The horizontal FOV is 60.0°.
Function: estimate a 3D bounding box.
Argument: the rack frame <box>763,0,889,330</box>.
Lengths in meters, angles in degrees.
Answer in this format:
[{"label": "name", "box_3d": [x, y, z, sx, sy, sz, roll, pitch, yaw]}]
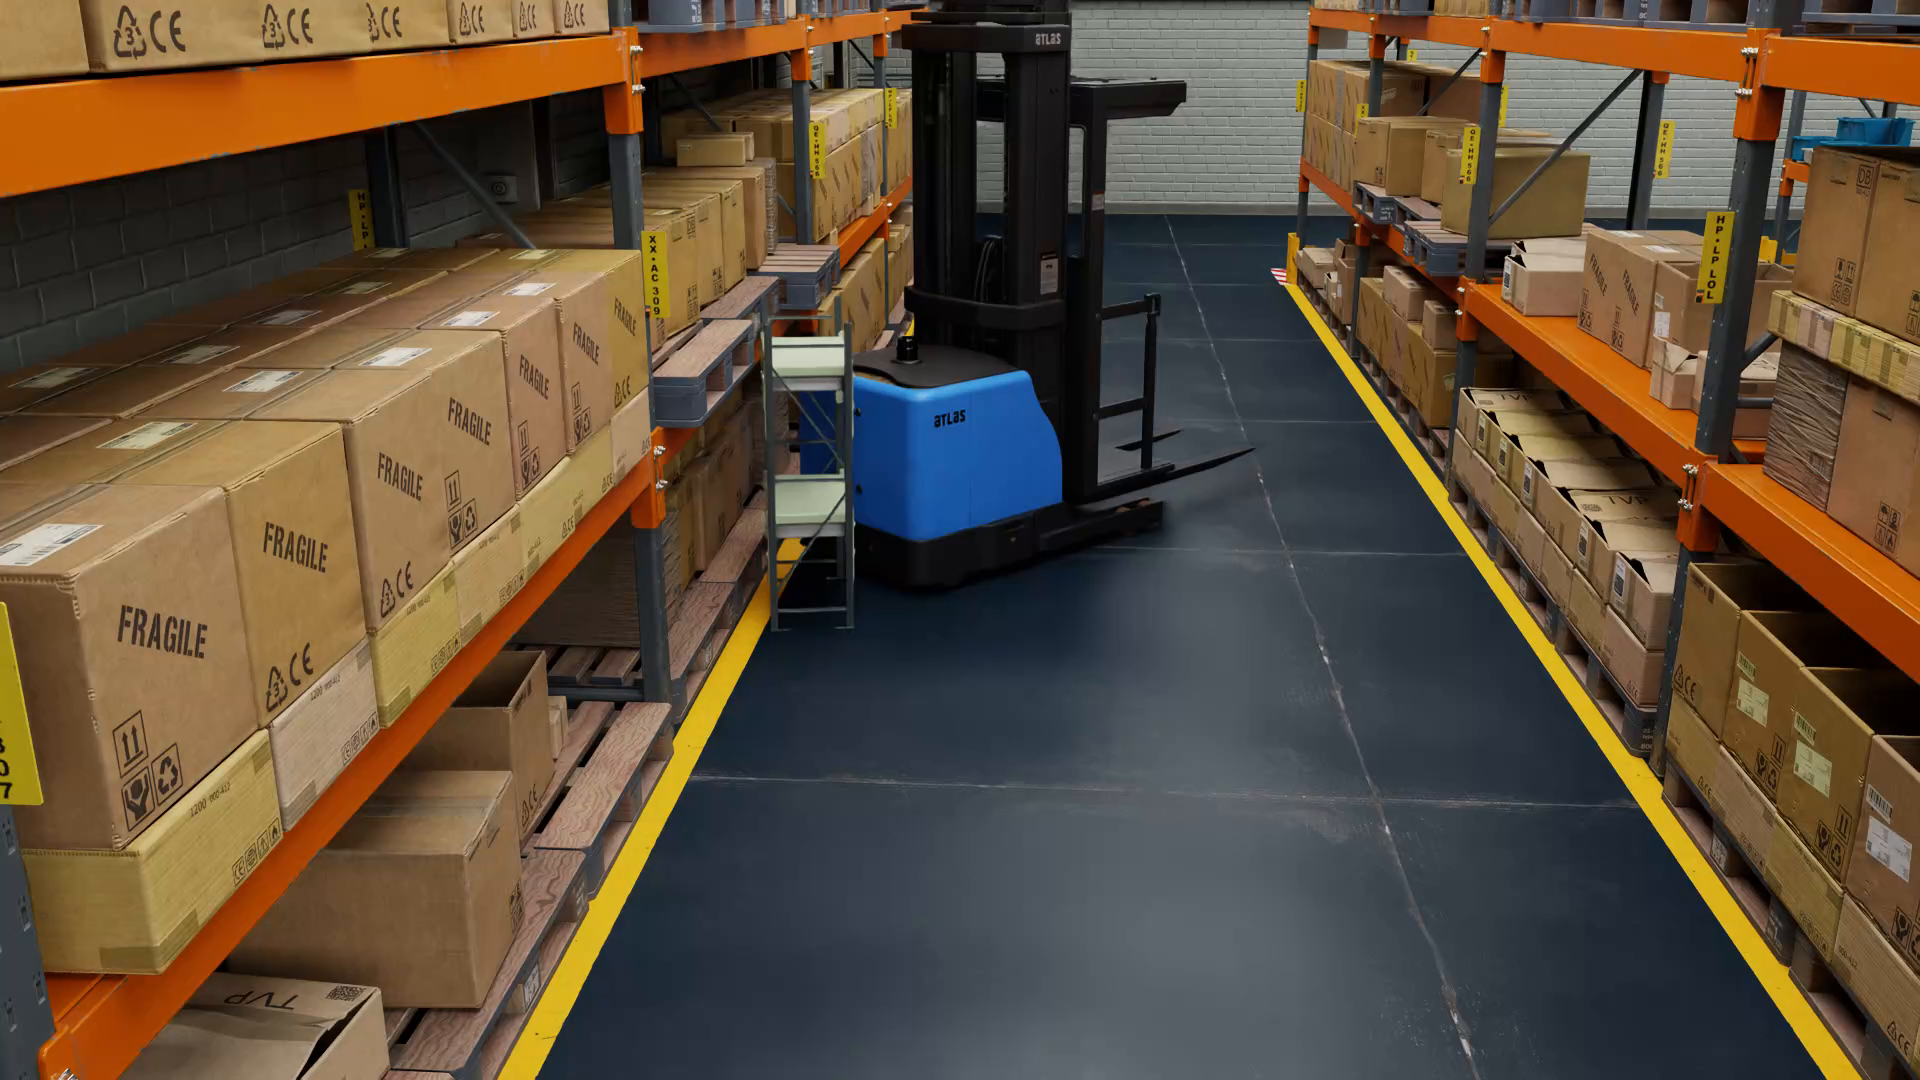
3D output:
[{"label": "rack frame", "box_3d": [-1.118, -3.083, 14.015, 1.000, 3.000, 0.127, 1, 18, 4]}]

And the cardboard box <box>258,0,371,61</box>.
[{"label": "cardboard box", "box_3d": [-1.598, -1.264, 3.454, 0.500, 0.500, 0.500, 2, 18, 6]}]

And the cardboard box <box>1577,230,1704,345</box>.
[{"label": "cardboard box", "box_3d": [3.432, -1.257, 8.282, 0.500, 0.500, 0.500, 0, 18, 1]}]

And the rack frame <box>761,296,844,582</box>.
[{"label": "rack frame", "box_3d": [-0.805, -0.502, 8.535, 0.400, 1.500, 0.023, -2, 18, -8]}]

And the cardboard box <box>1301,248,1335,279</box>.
[{"label": "cardboard box", "box_3d": [3.752, -2.800, 16.862, 0.500, 0.250, 0.500, 1, 18, 4]}]

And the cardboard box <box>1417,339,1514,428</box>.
[{"label": "cardboard box", "box_3d": [3.369, -1.048, 11.112, 0.500, 0.500, 0.500, 2, 18, 6]}]

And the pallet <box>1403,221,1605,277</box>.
[{"label": "pallet", "box_3d": [3.515, -1.852, 10.566, 1.213, 0.211, 1.003, 1, 18, 4]}]

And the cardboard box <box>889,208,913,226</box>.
[{"label": "cardboard box", "box_3d": [-0.627, -3.302, 16.982, 0.380, 0.149, 0.250, 2, 18, 5]}]

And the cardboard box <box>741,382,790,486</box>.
[{"label": "cardboard box", "box_3d": [-1.405, -0.637, 9.858, 0.700, 0.500, 0.500, 2, 18, 5]}]

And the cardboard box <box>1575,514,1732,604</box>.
[{"label": "cardboard box", "box_3d": [3.023, 0.058, 7.270, 0.500, 0.311, 0.500, 2, 18, 5]}]

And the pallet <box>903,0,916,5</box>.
[{"label": "pallet", "box_3d": [-0.959, -5.098, 15.489, 1.003, 0.211, 1.213, 1, 18, 4]}]

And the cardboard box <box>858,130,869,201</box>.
[{"label": "cardboard box", "box_3d": [-0.971, -2.818, 12.535, 0.500, 0.500, 0.500, 1, 18, 4]}]

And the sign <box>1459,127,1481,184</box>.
[{"label": "sign", "box_3d": [2.994, -2.253, 9.749, 0.100, 0.325, 0.005, 1, 18, 4]}]

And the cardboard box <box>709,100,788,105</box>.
[{"label": "cardboard box", "box_3d": [-1.515, -3.020, 11.948, 0.500, 0.250, 0.500, 1, 18, 3]}]

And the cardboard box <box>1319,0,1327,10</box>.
[{"label": "cardboard box", "box_3d": [3.770, -5.261, 16.086, 0.500, 0.250, 0.500, 1, 18, 4]}]

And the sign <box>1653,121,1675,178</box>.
[{"label": "sign", "box_3d": [4.090, -2.270, 9.674, 0.100, 0.325, 0.005, 1, 18, 4]}]

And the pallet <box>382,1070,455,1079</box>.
[{"label": "pallet", "box_3d": [-1.880, 1.694, 3.914, 1.003, 0.211, 1.213, 1, 18, 4]}]

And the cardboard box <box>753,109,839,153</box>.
[{"label": "cardboard box", "box_3d": [-1.078, -2.698, 10.964, 0.500, 0.250, 0.500, 1, 18, 3]}]

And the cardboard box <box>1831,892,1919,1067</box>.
[{"label": "cardboard box", "box_3d": [2.802, 1.221, 4.620, 0.500, 0.250, 0.500, 1, 18, 4]}]

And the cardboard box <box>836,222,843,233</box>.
[{"label": "cardboard box", "box_3d": [-1.051, -2.305, 12.010, 0.380, 0.149, 0.250, 1, 18, 4]}]

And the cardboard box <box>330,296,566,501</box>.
[{"label": "cardboard box", "box_3d": [-1.494, -0.428, 4.916, 0.500, 0.500, 0.500, 1, 18, 2]}]

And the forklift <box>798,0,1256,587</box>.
[{"label": "forklift", "box_3d": [0.536, -1.518, 9.348, 3.031, 2.935, 1.130, -16, 24, -41]}]

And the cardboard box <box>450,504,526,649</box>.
[{"label": "cardboard box", "box_3d": [-1.523, 0.085, 4.556, 0.500, 0.250, 0.500, 1, 18, 4]}]

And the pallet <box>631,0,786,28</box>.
[{"label": "pallet", "box_3d": [-1.470, -2.446, 7.555, 1.213, 0.211, 1.003, 1, 18, 4]}]

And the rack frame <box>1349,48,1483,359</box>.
[{"label": "rack frame", "box_3d": [3.823, -2.974, 13.681, 1.000, 3.000, 0.127, 1, 18, 4]}]

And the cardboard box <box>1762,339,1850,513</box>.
[{"label": "cardboard box", "box_3d": [3.224, -0.398, 5.661, 0.700, 0.500, 0.500, 1, 18, 2]}]

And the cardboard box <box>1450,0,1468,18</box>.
[{"label": "cardboard box", "box_3d": [3.570, -3.499, 10.306, 0.910, 0.500, 0.500, 1, 18, 4]}]

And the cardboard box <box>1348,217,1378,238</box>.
[{"label": "cardboard box", "box_3d": [4.316, -3.063, 17.261, 0.500, 0.500, 0.500, 1, 18, 4]}]

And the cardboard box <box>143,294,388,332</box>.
[{"label": "cardboard box", "box_3d": [-2.016, -0.436, 4.942, 0.500, 0.500, 0.500, 2, 18, 5]}]

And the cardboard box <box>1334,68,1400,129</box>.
[{"label": "cardboard box", "box_3d": [3.671, -3.975, 14.970, 0.500, 0.500, 0.500, 1, 18, 4]}]

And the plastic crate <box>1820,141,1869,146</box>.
[{"label": "plastic crate", "box_3d": [8.657, -3.779, 16.312, 0.416, 0.233, 0.300, 1, 18, 4]}]

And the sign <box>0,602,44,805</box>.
[{"label": "sign", "box_3d": [-1.437, 0.245, 2.469, 0.100, 0.325, 0.005, 1, 18, 4]}]

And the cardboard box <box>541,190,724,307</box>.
[{"label": "cardboard box", "box_3d": [-1.558, -1.391, 7.983, 0.700, 0.500, 0.500, 4, 19, 11]}]

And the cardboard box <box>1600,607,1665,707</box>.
[{"label": "cardboard box", "box_3d": [2.990, 0.483, 6.873, 0.500, 0.250, 0.500, 1, 18, 3]}]

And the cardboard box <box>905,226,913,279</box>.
[{"label": "cardboard box", "box_3d": [-0.818, -2.962, 16.985, 0.700, 0.500, 0.500, 1, 18, 4]}]

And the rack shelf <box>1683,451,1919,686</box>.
[{"label": "rack shelf", "box_3d": [3.106, 0.474, 4.314, 1.077, 0.370, 4.000, 1, 18, 4]}]

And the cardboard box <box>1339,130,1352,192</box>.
[{"label": "cardboard box", "box_3d": [3.638, -3.342, 14.645, 0.500, 0.500, 0.500, 2, 18, 5]}]

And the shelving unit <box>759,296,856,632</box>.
[{"label": "shelving unit", "box_3d": [-0.756, -0.389, 8.190, 0.431, 1.500, 0.755, -2, 18, -8]}]

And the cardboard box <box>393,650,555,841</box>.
[{"label": "cardboard box", "box_3d": [-1.726, 0.704, 5.766, 0.500, 0.500, 0.500, 0, 18, 0]}]

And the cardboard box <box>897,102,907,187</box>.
[{"label": "cardboard box", "box_3d": [-1.005, -3.620, 15.172, 0.980, 0.700, 0.700, 1, 18, 3]}]

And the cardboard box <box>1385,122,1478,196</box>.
[{"label": "cardboard box", "box_3d": [3.580, -2.864, 12.510, 0.700, 0.500, 0.500, 4, 19, 13]}]

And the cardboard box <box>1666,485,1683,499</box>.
[{"label": "cardboard box", "box_3d": [3.604, -0.087, 7.713, 0.500, 0.311, 0.500, 1, 18, 2]}]

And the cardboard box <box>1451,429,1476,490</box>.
[{"label": "cardboard box", "box_3d": [3.206, -0.468, 9.776, 0.500, 0.250, 0.500, 1, 18, 4]}]

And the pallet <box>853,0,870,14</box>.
[{"label": "pallet", "box_3d": [-1.135, -4.132, 12.705, 0.805, 0.209, 1.217, 1, 18, 2]}]

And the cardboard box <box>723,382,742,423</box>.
[{"label": "cardboard box", "box_3d": [-1.508, -0.818, 9.205, 0.500, 0.250, 0.500, 2, 18, 5]}]

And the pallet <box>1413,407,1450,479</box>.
[{"label": "pallet", "box_3d": [3.627, -0.637, 11.029, 1.003, 0.211, 1.213, 1, 18, 4]}]

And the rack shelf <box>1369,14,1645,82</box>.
[{"label": "rack shelf", "box_3d": [3.679, -3.436, 11.430, 1.077, 0.370, 4.000, 1, 18, 4]}]

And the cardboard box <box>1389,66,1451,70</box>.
[{"label": "cardboard box", "box_3d": [4.247, -4.117, 15.403, 0.500, 0.500, 0.500, 2, 18, 6]}]

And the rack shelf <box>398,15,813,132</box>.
[{"label": "rack shelf", "box_3d": [-1.548, -2.303, 7.972, 1.077, 0.370, 4.000, 1, 18, 4]}]

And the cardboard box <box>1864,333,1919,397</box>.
[{"label": "cardboard box", "box_3d": [2.985, -0.526, 5.009, 0.380, 0.149, 0.250, 1, 18, 3]}]
